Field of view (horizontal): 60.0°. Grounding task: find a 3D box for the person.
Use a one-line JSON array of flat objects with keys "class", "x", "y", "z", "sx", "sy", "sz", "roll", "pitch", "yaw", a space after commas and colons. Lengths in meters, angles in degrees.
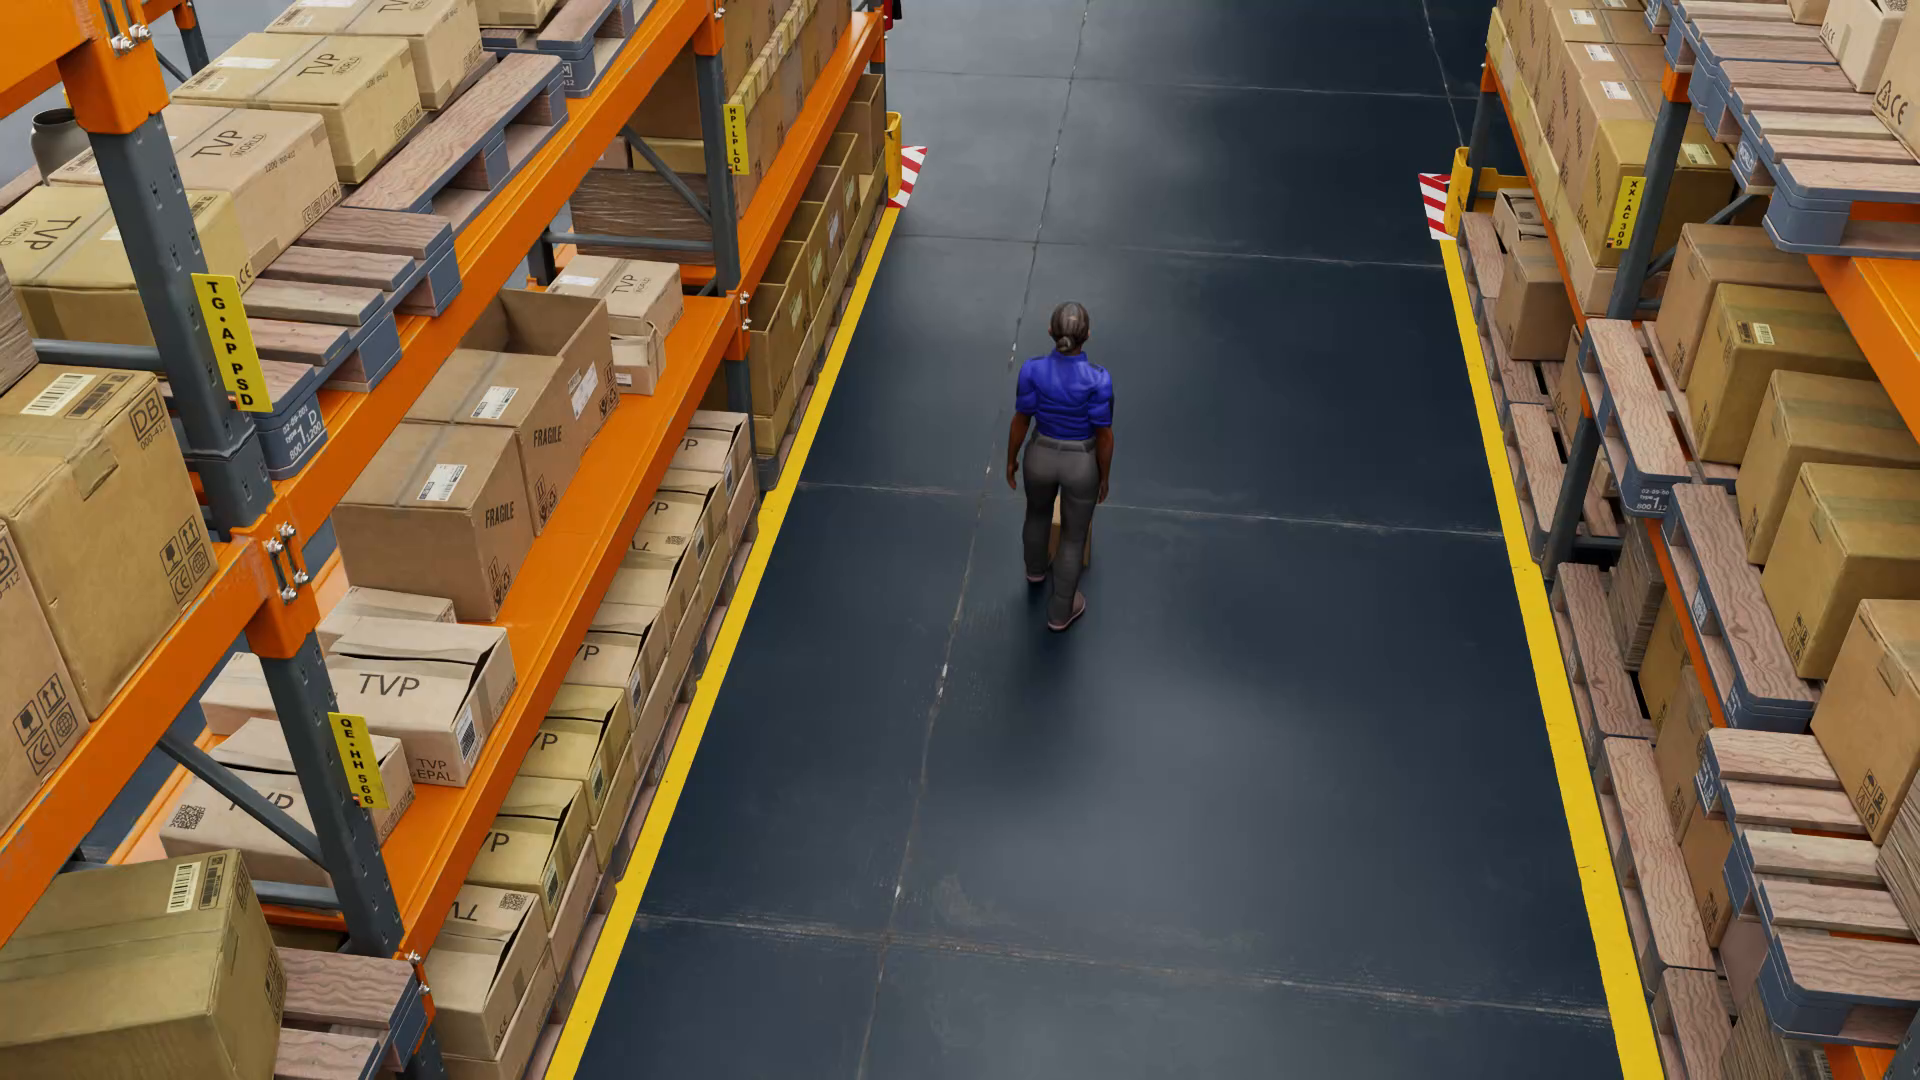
[{"class": "person", "x": 0.488, "y": -0.407, "z": 7.580, "sx": 0.489, "sy": 1.654, "sz": 0.603, "roll": 10, "pitch": 38, "yaw": 14}]
